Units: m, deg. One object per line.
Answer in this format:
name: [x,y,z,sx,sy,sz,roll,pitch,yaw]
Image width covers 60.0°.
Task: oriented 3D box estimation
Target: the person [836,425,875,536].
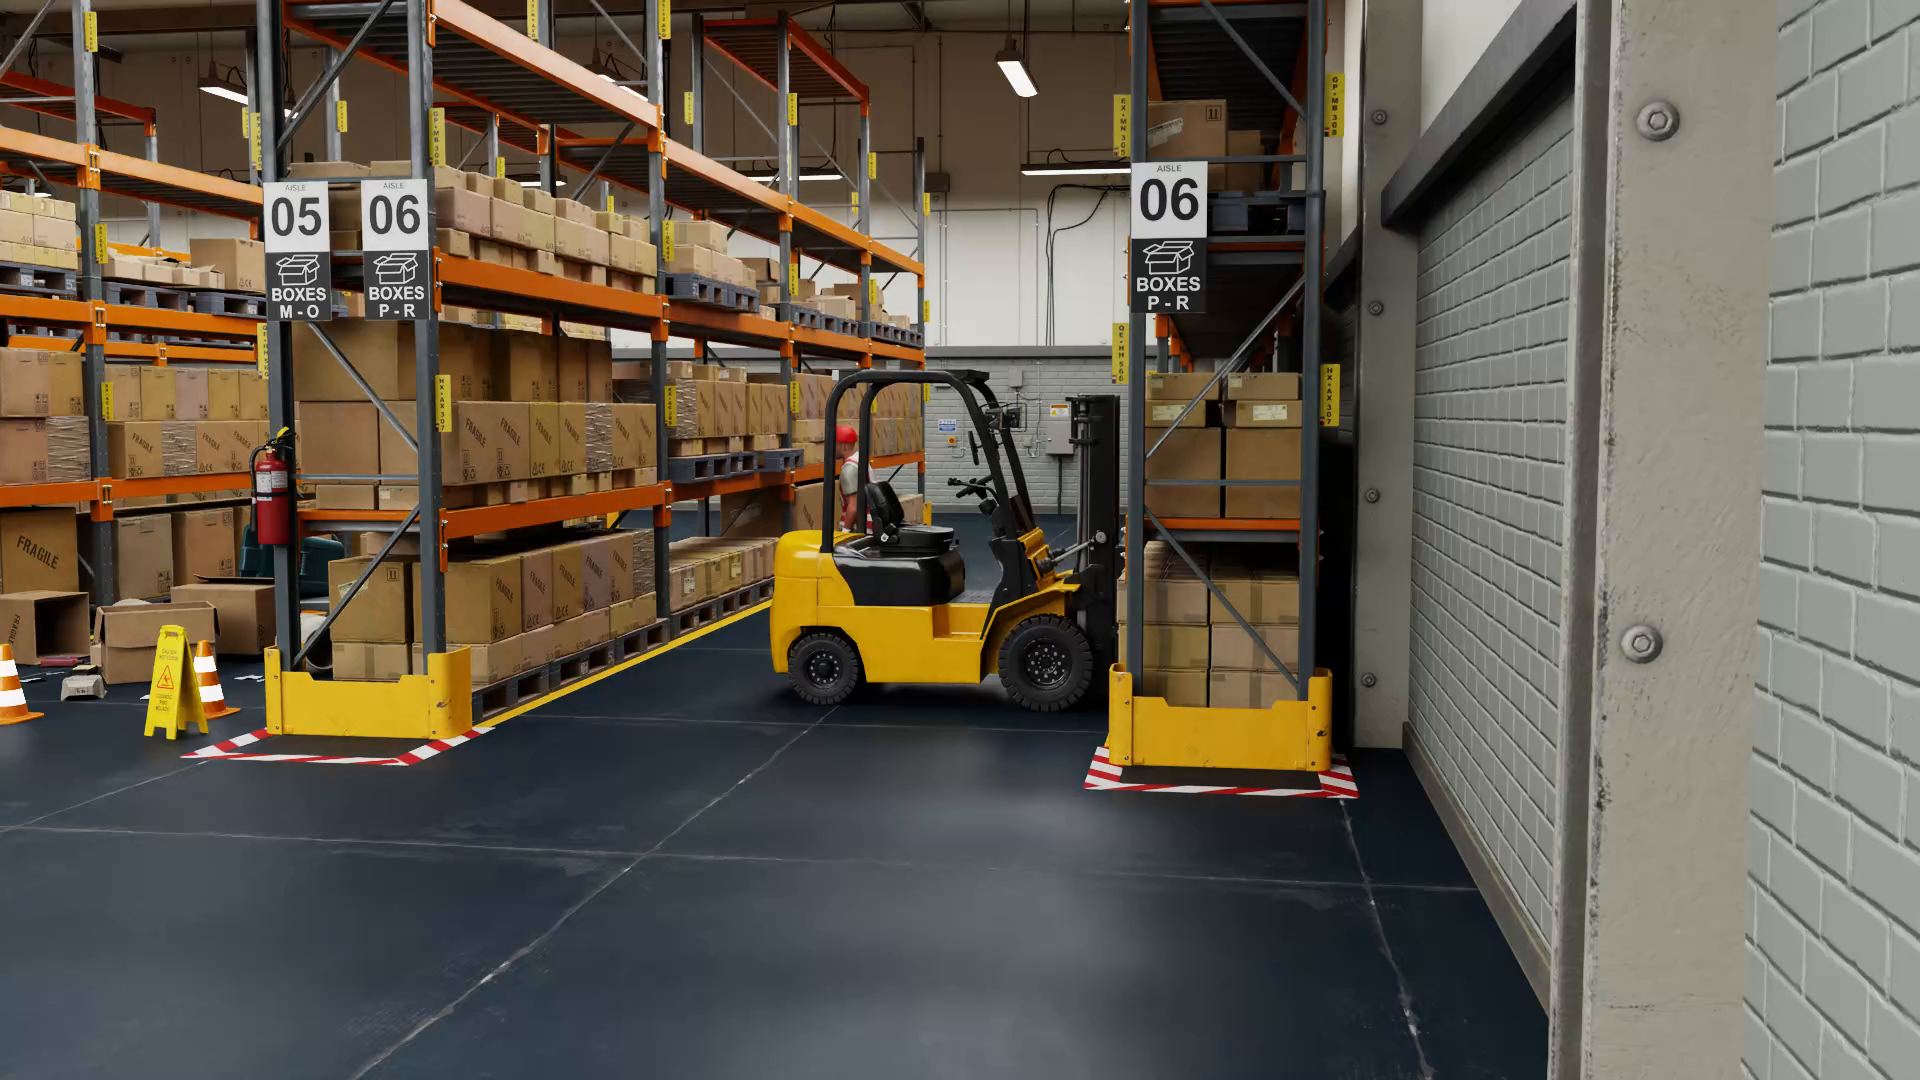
person: [-0.897,-0.062,13.785,0.456,1.778,0.617,1,4,8]
